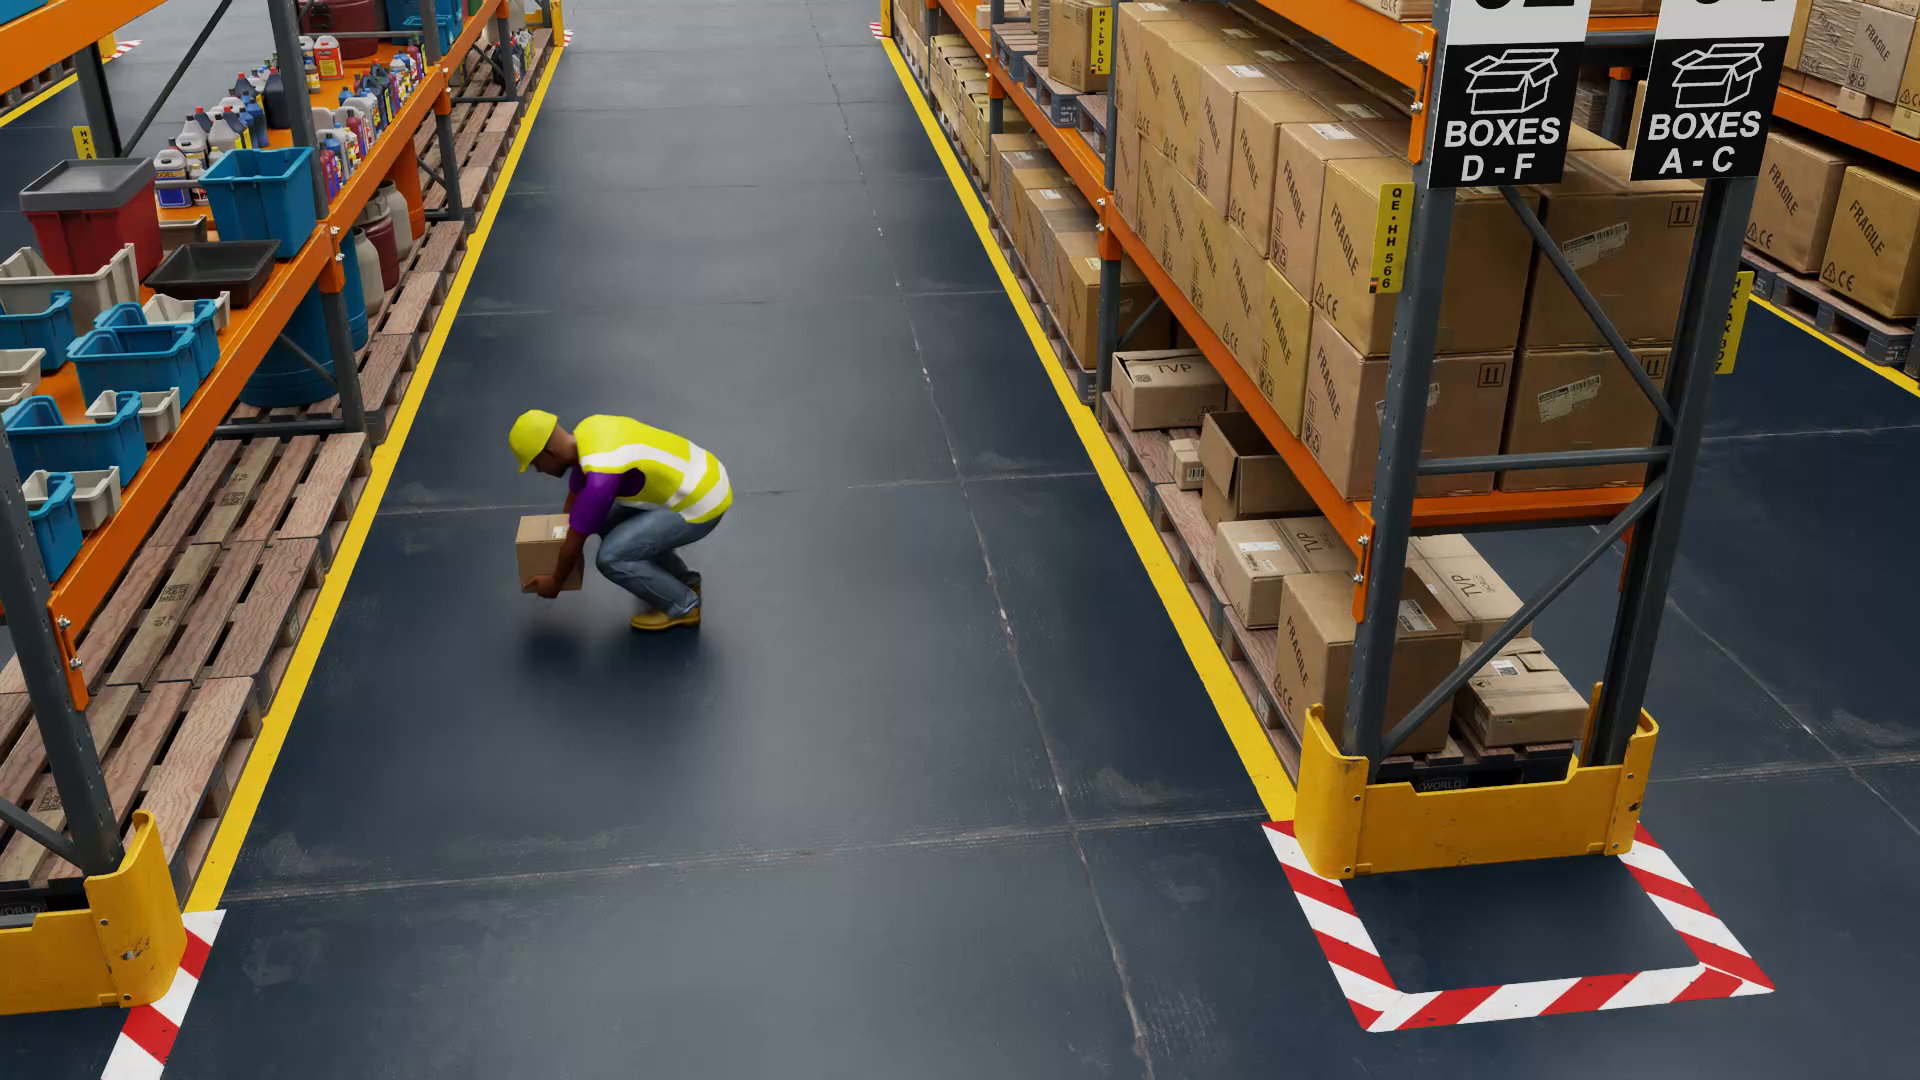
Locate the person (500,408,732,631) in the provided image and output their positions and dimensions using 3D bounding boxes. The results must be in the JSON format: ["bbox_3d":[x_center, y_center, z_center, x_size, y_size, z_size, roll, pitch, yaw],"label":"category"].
[{"bbox_3d":[-1.447,-0.116,7.159,0.940,1.007,0.532,-5,27,-9],"label":"person"}]
